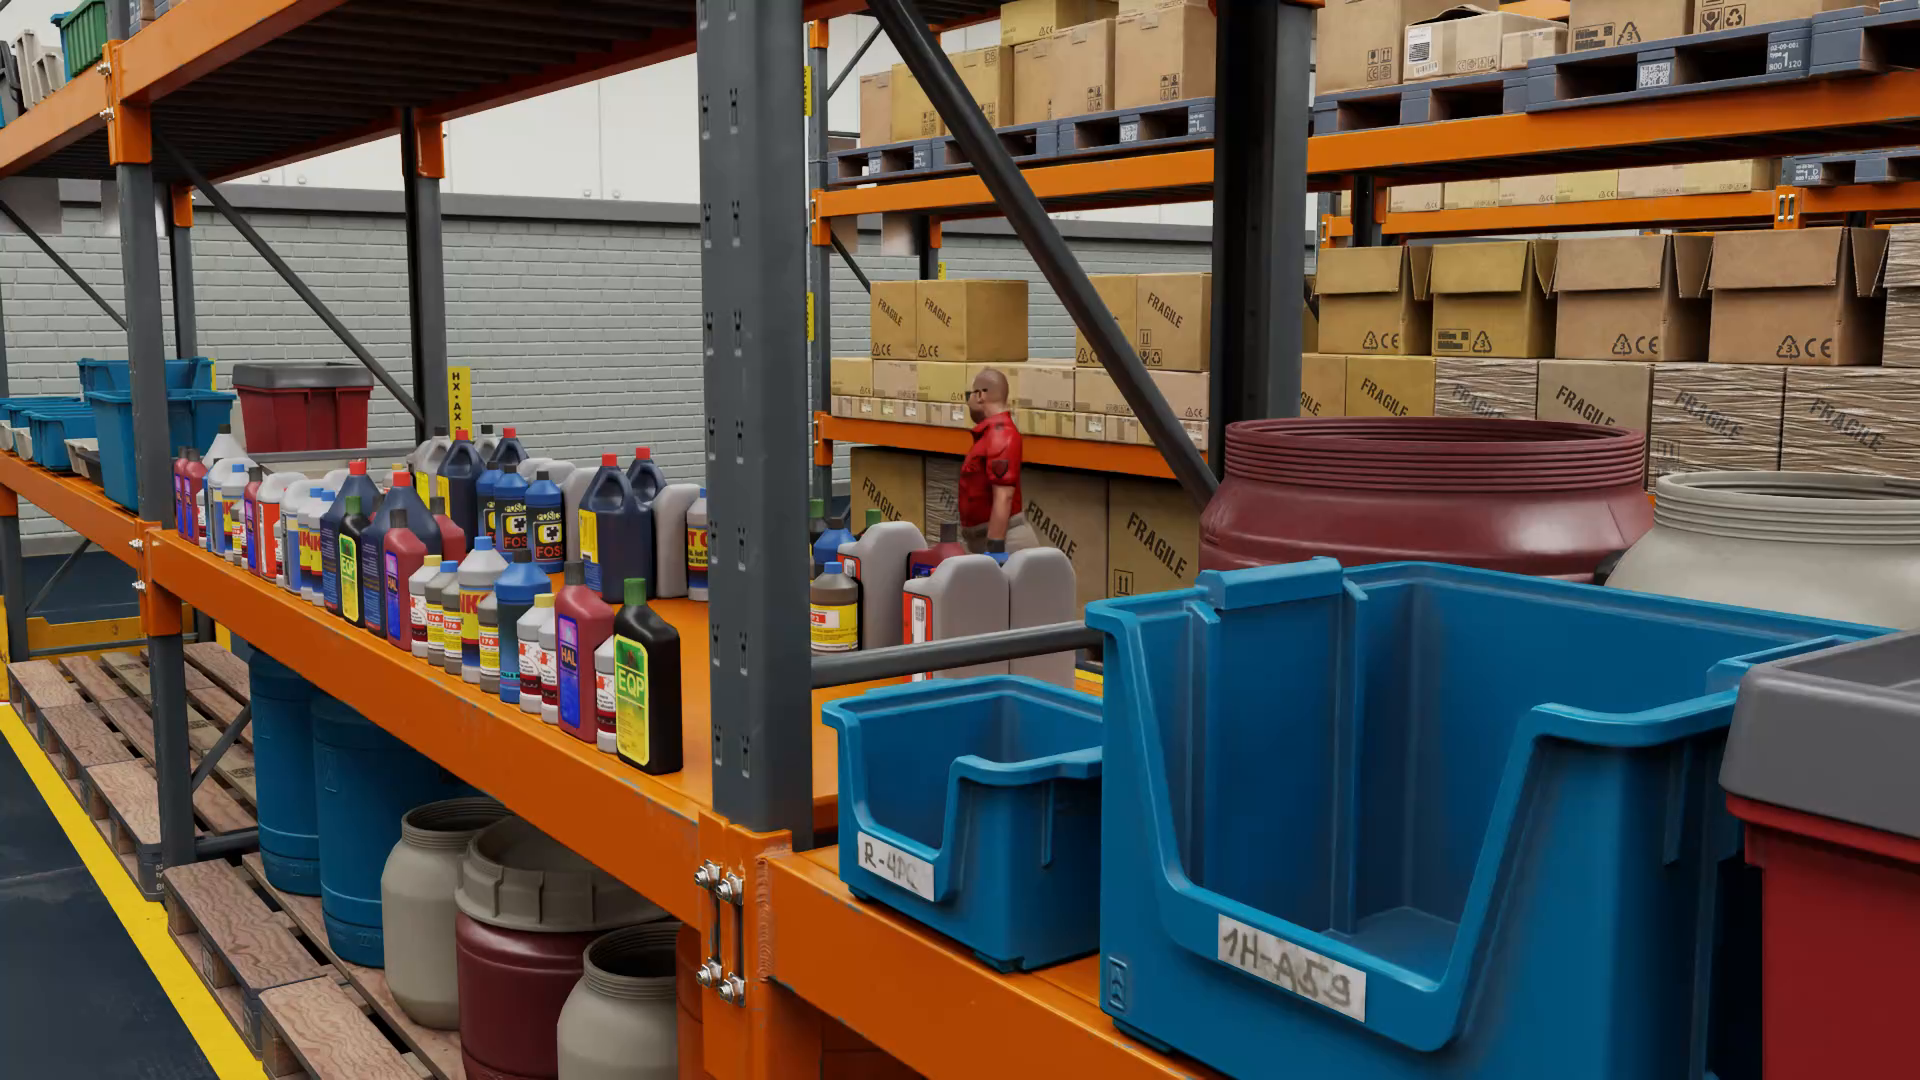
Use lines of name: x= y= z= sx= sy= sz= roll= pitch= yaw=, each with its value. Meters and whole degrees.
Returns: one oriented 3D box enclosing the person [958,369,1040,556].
person: x=0.154 y=0.057 z=7.849 sx=0.627 sy=1.716 sz=0.601 roll=-1 pitch=8 yaw=-7
